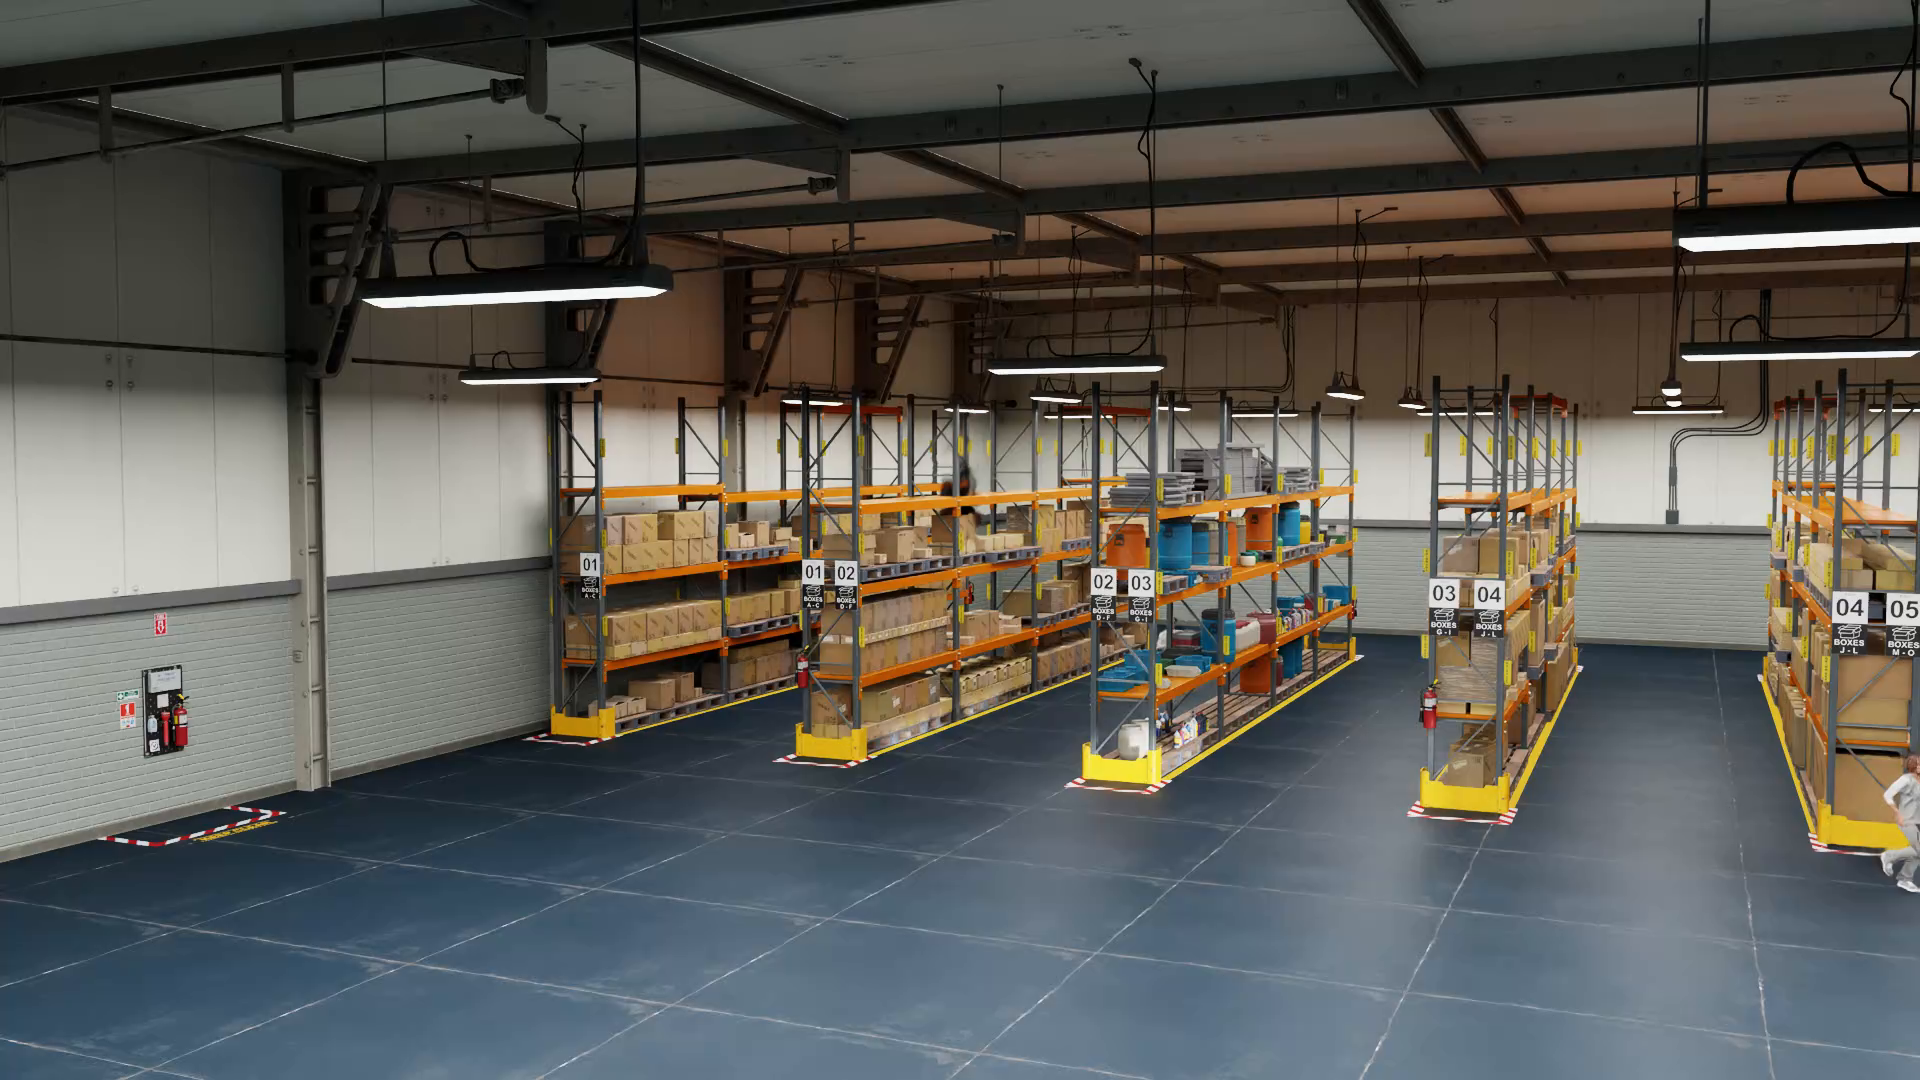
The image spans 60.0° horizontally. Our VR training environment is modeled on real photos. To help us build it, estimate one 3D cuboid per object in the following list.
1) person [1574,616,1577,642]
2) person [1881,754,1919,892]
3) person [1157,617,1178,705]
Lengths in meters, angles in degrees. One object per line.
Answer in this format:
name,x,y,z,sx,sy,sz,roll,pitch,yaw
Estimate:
person,14.042,2.037,38.785,0.668,1.659,0.578,3,4,39
person,10.770,3.196,18.824,0.540,1.557,0.560,-1,3,-25
person,4.130,2.333,32.568,0.604,1.696,0.905,1,3,22
